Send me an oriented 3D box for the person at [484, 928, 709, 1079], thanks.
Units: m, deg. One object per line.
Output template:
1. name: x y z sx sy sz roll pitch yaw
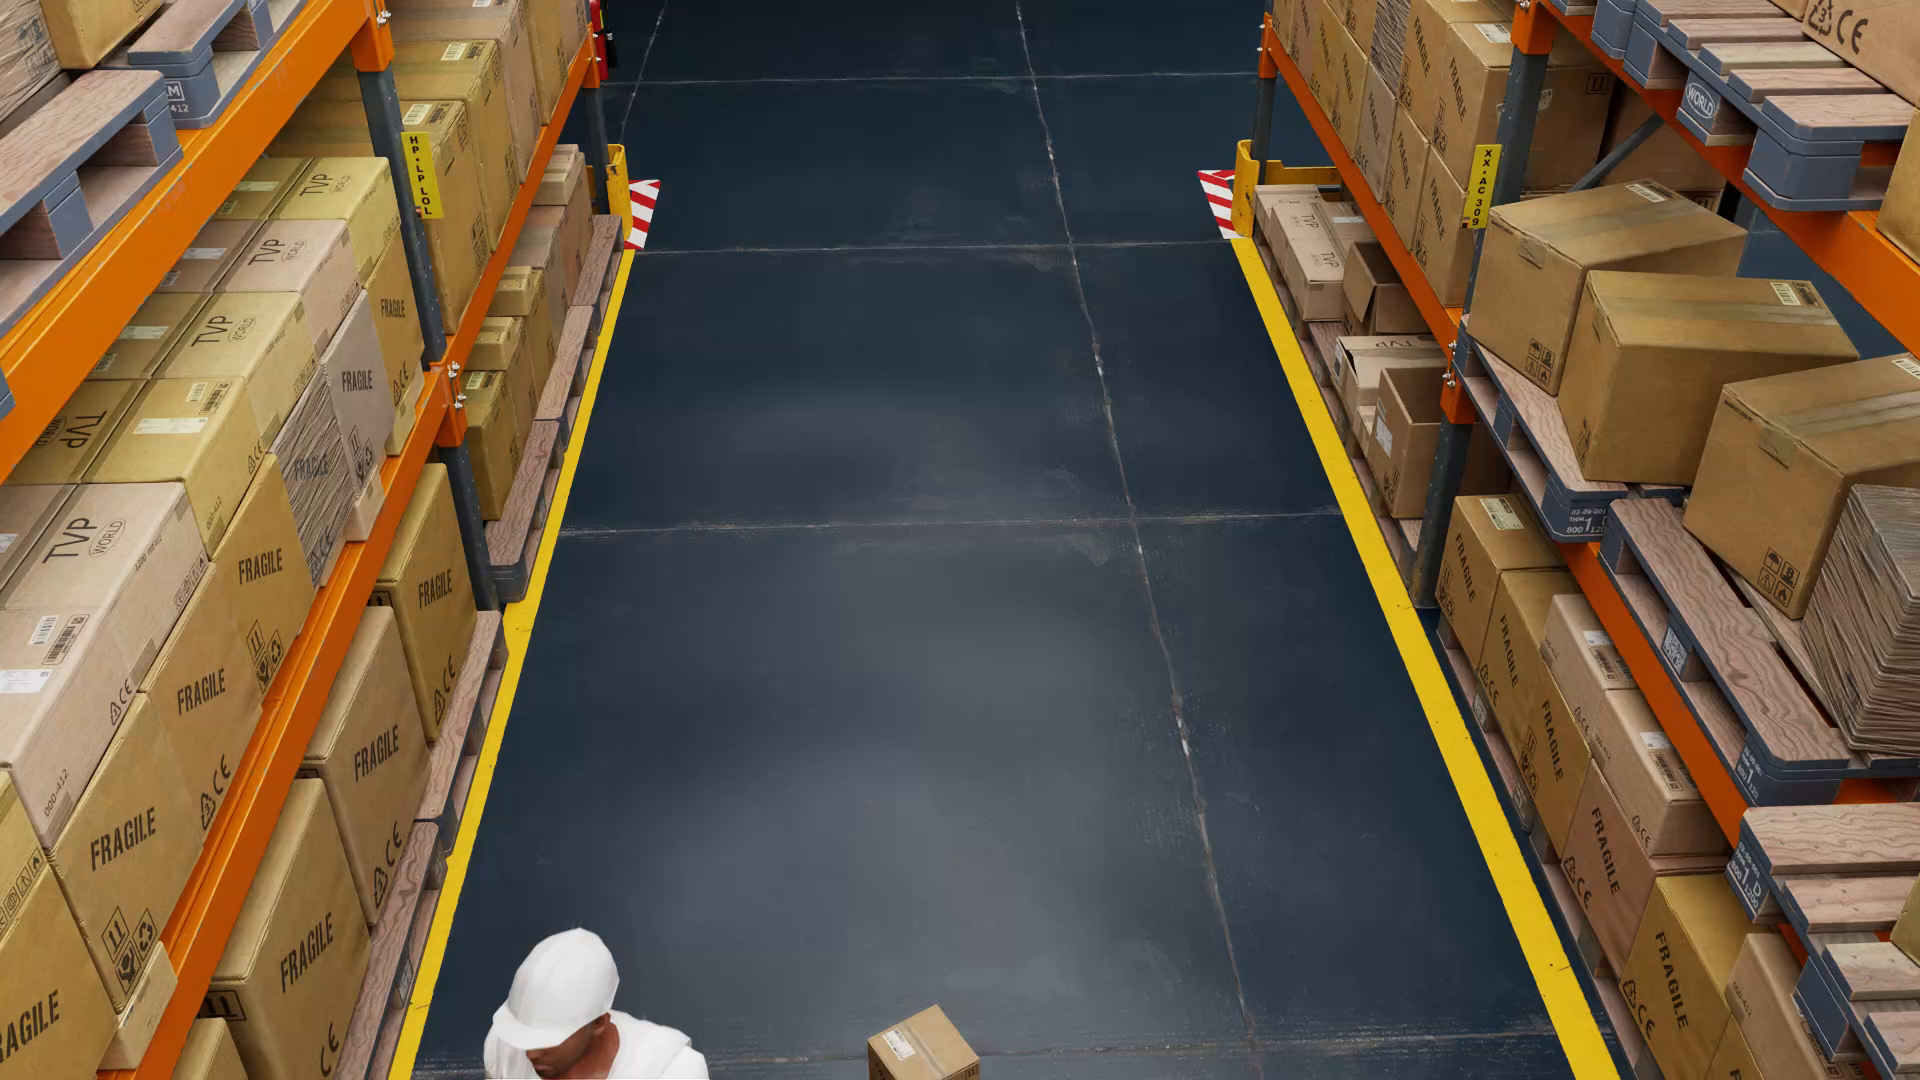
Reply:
1. person: -0.830 1.581 3.864 0.567 1.771 0.378 10 36 13
